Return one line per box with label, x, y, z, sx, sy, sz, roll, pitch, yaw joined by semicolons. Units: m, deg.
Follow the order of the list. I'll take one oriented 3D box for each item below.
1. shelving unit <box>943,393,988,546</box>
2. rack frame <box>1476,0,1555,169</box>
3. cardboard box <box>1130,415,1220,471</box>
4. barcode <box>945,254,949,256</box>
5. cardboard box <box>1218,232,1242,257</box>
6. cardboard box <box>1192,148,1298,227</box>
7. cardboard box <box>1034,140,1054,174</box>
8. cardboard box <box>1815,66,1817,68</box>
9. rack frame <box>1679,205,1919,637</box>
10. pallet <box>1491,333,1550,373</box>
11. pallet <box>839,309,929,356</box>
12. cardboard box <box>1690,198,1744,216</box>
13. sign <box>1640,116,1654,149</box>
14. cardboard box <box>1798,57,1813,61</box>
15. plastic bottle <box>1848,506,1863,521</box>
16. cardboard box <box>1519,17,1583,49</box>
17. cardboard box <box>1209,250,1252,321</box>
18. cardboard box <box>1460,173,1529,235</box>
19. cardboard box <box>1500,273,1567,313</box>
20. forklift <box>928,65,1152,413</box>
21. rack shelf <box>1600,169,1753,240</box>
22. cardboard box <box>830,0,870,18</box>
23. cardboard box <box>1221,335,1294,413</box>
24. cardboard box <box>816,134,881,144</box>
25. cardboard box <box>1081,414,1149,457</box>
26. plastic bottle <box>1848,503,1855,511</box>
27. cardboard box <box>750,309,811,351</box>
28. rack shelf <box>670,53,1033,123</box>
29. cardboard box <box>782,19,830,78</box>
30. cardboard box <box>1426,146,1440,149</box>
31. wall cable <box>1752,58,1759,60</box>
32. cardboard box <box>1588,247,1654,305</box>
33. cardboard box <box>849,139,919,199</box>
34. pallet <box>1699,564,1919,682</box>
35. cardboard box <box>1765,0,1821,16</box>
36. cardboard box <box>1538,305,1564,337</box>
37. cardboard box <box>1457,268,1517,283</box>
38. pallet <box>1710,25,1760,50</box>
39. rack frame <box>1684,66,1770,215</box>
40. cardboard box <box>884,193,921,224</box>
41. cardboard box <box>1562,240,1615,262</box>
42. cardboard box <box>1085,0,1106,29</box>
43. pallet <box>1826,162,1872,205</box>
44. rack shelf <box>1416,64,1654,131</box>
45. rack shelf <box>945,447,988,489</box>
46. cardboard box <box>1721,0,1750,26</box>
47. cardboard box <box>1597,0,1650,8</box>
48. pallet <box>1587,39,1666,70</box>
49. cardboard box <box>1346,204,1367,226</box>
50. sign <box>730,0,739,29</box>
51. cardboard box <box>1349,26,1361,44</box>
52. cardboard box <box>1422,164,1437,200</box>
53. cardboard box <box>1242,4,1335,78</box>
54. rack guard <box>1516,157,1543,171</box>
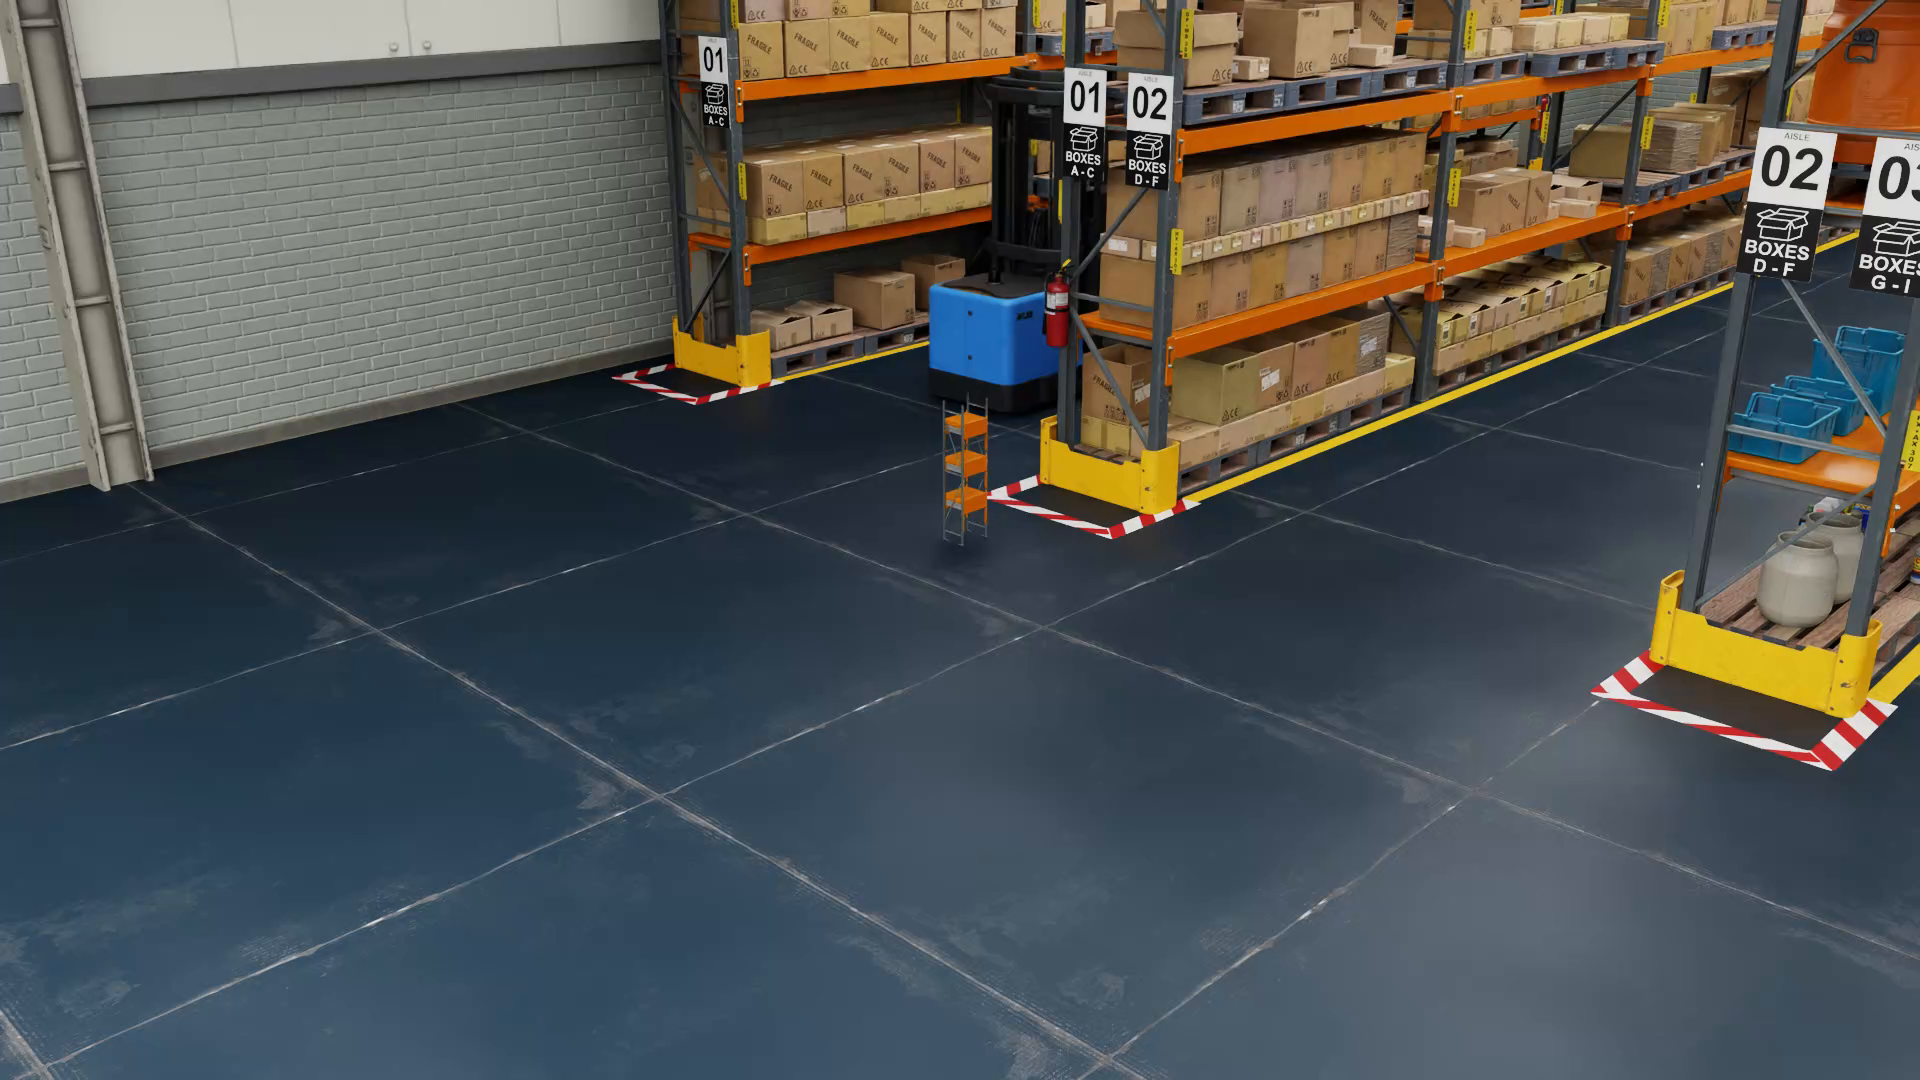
shelving unit;0.037;-0.504;11.922;0.215;1.050;0.252;19;28;41
rack frame;8.777;-7.130;26.443;1.000;3.000;0.127;19;28;41
cardboard box;1.700;-0.773;13.151;0.500;0.250;0.500;19;28;41
barcode;-0.143;-3.154;18.525;0.001;0.075;0.075;19;28;41
cardboard box;1.952;-2.307;12.852;0.380;0.149;0.250;19;28;41
cardboard box;2.253;-2.827;13.301;0.700;0.500;0.500;19;28;41
cardboard box;0.785;-4.419;18.639;0.700;0.500;0.500;19;28;41
cardboard box;11.505;-5.956;21.858;0.500;0.500;0.500;-19;28;-41
rack frame;4.713;-0.537;9.292;1.000;3.000;0.127;19;28;41
pallet;5.294;-2.019;17.033;1.003;0.211;1.213;19;28;41
pallet;-0.889;-2.247;17.626;1.003;0.211;1.213;19;28;41
cardboard box;9.732;-4.119;21.480;0.500;0.500;0.500;19;28;41
sign;7.148;-4.237;17.303;0.100;0.325;0.005;19;28;41
cardboard box;11.830;-6.356;22.898;0.500;0.500;0.500;-19;28;-40
plastic bottle;6.202;-0.136;11.536;0.097;0.201;0.097;0;21;0
cardboard box;5.712;-4.946;16.206;0.500;0.250;0.500;19;28;40
cardboard box;1.865;-2.078;13.160;0.500;0.500;0.700;-19;28;-41
cardboard box;5.222;-3.310;16.367;0.500;0.500;0.500;19;28;41
cardboard box;5.847;-2.548;16.989;0.500;0.311;0.500;19;28;40
forklift;1.072;-2.952;15.669;1.130;2.935;3.031;18;28;39
rack shelf;8.143;-4.013;19.336;1.077;0.370;4.000;19;28;41
cardboard box;-1.207;-5.229;15.756;0.500;0.500;0.500;-19;28;-41
cardboard box;2.387;-1.384;13.695;0.500;0.500;0.500;19;28;41
cardboard box;-1.141;-3.871;17.101;0.500;0.500;0.500;-20;29;-41
cardboard box;1.329;-0.902;13.488;0.500;0.250;0.500;19;28;41
plastic bottle;6.215;-0.273;11.683;0.144;0.351;0.185;19;28;40
cardboard box;-1.838;-2.122;16.550;0.500;0.311;0.500;15;26;35
rack shelf;-0.990;-4.595;16.671;1.077;0.370;4.000;19;28;41
cardboard box;-1.572;-4.625;15.580;0.500;0.500;0.500;-18;27;-39
cardboard box;7.064;-5.881;25.189;0.380;0.149;0.250;20;28;41
wall cable;12.978;-9.845;29.474;3.097;2.526;0.112;19;28;41
cardboard box;7.270;-2.918;18.358;0.500;0.500;0.500;-19;28;-40
cardboard box;-0.768;-3.745;16.773;0.500;0.500;0.500;-19;28;-40
pallet;5.303;0.526;10.413;1.003;0.211;1.213;19;28;41
cardboard box;10.055;-6.489;20.107;0.500;0.250;0.500;19;28;41
cardboard box;5.845;-2.289;17.096;0.500;0.250;0.500;-19;28;-41
cardboard box;5.454;-2.680;17.332;0.500;0.311;0.500;18;28;39
pallet;8.312;-5.758;18.954;1.213;0.211;1.003;19;28;41
rack frame;9.538;-4.863;20.545;1.000;3.000;0.127;19;28;41
cardboard box;-0.751;-3.398;16.916;0.500;0.250;0.500;20;28;41
cardboard box;7.232;-3.172;19.018;0.500;0.500;0.500;-19;28;-40
cardboard box;1.274;-5.878;18.546;0.500;0.311;0.500;-19;28;-40
pallet;5.360;-2.037;9.277;1.003;0.211;1.213;19;28;41
rack shelf;5.352;-4.385;16.123;1.077;0.370;4.000;19;28;41
rack shelf;0.037;-0.494;11.926;0.215;0.259;0.240;19;28;41
cardboard box;8.684;-6.264;19.145;0.600;0.600;0.600;19;28;40
cardboard box;7.057;-5.859;17.422;0.500;0.500;0.500;19;28;41
pallet;6.338;-4.950;16.853;1.003;0.211;1.213;-19;28;-40
cardboard box;3.210;-2.771;14.060;0.380;0.149;0.250;19;28;40
sign;-1.996;-4.689;14.694;0.100;0.325;0.005;19;28;41
cardboard box;3.040;-4.224;14.046;0.500;0.311;0.500;17;27;38
cardboard box;6.581;-5.297;24.575;0.700;0.500;0.500;20;29;41
cardboard box;2.521;-3.845;12.796;0.500;0.500;0.500;19;28;41
rack guard;8.793;-5.969;26.908;1.175;0.500;0.348;19;28;41
